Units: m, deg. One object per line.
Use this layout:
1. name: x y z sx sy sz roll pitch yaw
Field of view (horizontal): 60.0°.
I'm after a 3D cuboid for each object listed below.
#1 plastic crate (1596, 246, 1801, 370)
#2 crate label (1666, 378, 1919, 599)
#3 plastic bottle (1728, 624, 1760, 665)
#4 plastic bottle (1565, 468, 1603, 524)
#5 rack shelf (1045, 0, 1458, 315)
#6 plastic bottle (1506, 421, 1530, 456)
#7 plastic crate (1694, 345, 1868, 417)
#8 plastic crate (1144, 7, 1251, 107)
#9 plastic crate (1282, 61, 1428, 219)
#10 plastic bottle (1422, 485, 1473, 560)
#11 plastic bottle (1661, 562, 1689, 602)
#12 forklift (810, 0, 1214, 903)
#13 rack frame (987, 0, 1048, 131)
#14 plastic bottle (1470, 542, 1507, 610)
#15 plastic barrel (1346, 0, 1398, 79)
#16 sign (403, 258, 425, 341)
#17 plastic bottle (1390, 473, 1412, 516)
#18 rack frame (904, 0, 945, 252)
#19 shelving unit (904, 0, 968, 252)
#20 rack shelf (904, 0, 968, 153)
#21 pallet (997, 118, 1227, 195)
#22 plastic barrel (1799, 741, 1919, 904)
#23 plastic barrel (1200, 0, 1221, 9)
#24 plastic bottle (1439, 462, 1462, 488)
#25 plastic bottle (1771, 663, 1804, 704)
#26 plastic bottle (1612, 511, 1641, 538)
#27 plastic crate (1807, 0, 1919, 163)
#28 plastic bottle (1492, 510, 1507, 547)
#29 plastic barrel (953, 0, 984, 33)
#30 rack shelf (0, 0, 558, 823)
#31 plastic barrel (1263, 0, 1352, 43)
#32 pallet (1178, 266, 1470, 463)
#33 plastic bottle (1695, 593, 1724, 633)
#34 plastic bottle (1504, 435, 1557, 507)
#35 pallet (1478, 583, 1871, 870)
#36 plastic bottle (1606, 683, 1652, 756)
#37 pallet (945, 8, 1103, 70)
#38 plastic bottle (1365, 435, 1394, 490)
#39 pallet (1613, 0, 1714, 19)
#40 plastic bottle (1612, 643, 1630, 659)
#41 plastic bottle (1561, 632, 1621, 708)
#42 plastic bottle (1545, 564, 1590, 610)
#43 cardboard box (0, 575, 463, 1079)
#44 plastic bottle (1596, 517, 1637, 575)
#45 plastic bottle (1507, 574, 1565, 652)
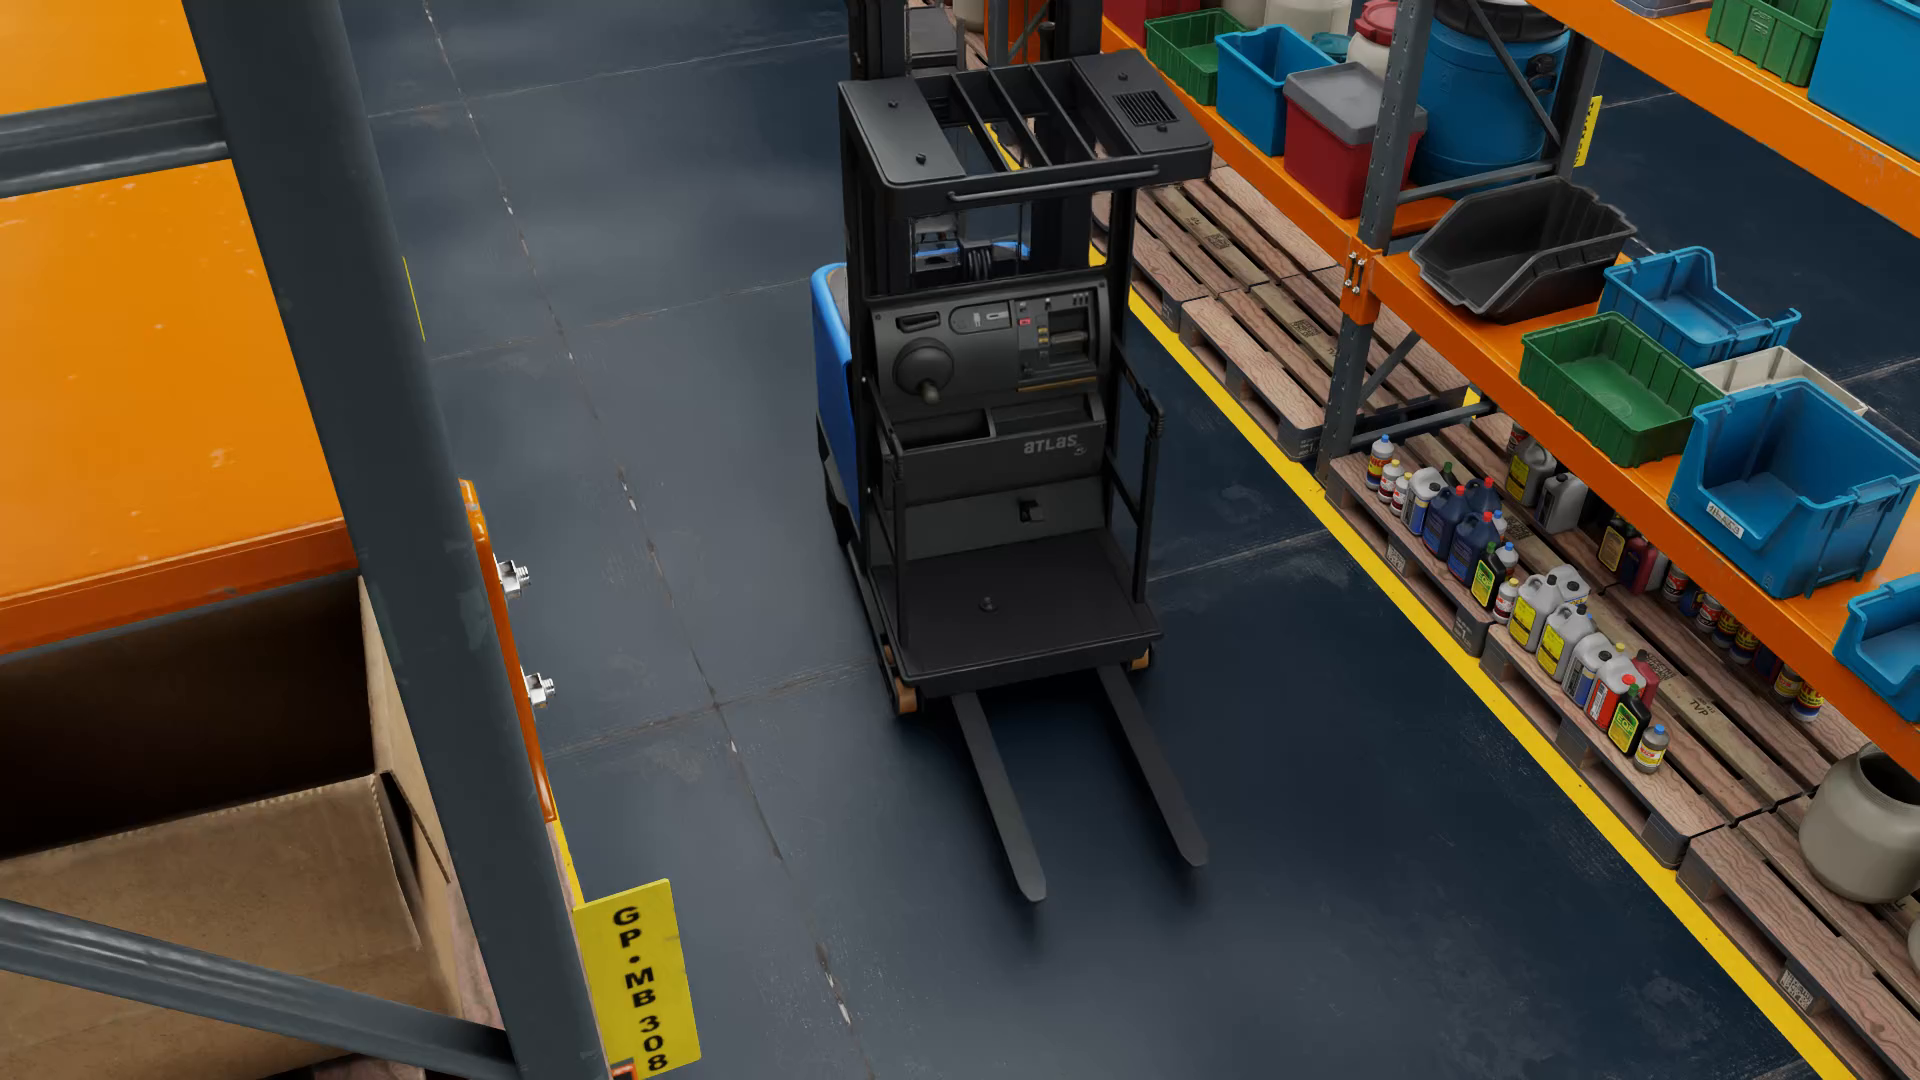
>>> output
1. plastic crate: 2.865 -0.874 6.499 0.499 0.251 0.616 -15 43 -17
2. crate label: 2.767 -0.175 5.544 0.502 0.435 0.616 -15 43 -17
3. plastic bottle: 3.184 0.371 6.692 0.097 0.271 0.097 0 41 0
4. plastic bottle: 2.777 -0.261 7.365 0.144 0.351 0.185 -17 44 -19
5. rack shelf: 1.425 -2.462 8.783 1.077 0.370 4.000 -15 43 -17
6. plastic bottle: 2.617 -0.495 7.752 0.097 0.201 0.097 0 41 0
7. plastic crate: 3.046 -0.515 6.169 0.530 0.136 0.437 -15 43 -17
8. plastic crate: 1.263 -2.428 8.354 0.450 0.188 0.662 -15 43 -17
9. plastic crate: 1.723 -1.769 7.376 0.402 0.464 0.583 -15 43 -17
10. plastic bottle: 2.116 -0.102 7.181 0.144 0.351 0.185 -14 43 -16
11. plastic bottle: 3.029 0.154 6.998 0.097 0.201 0.097 0 41 0
12. forklift: 0.183 -0.679 6.210 1.130 2.935 3.031 -10 42 -11
13. rack frame: 0.660 -3.939 9.949 1.000 3.000 0.127 -15 43 -17
14. plastic bottle: 2.213 0.147 6.943 0.061 0.283 0.133 -13 42 -15
15. plastic barrel: 2.027 -2.212 7.836 0.433 0.535 0.433 0 41 0
16. sign: -1.875 -0.794 5.567 0.100 0.325 0.005 -15 43 -17
17. plastic bottle: 1.985 -0.212 7.423 0.097 0.201 0.097 0 41 0
18. rack frame: -0.272 -1.665 7.994 0.400 2.100 0.015 -7 40 -9
19. shelving unit: -0.224 -1.512 7.810 0.431 2.100 0.503 -7 40 -9
20. rack shelf: -0.224 -2.040 7.371 0.431 0.518 0.480 -7 40 -9
21. pallet: 0.921 -2.406 10.304 1.003 0.211 1.213 -15 43 -17
22. plastic barrel: 3.207 0.985 5.809 0.421 0.512 0.421 0 41 0
23. plastic barrel: 1.412 -3.162 8.959 0.421 0.512 0.421 0 41 0
24. plastic bottle: 2.155 -0.204 7.351 0.061 0.283 0.133 -15 43 -17
25. plastic bottle: 3.276 0.542 6.547 0.097 0.201 0.097 0 41 0
26. plastic bottle: 2.900 -0.066 7.139 0.144 0.351 0.185 -15 43 -17
27. plastic crate: 2.713 -1.325 4.621 0.392 0.384 0.575 -15 43 -17
28. plastic bottle: 2.283 -0.015 7.141 0.097 0.271 0.097 0 41 0
29. plastic barrel: 0.159 -3.764 11.331 0.421 0.512 0.421 0 41 0
30. rack shelf: -1.622 -0.942 2.720 1.077 0.370 4.000 -15 43 -17
31. plastic barrel: 1.746 -2.654 8.350 0.433 0.535 0.433 0 41 0
32. pallet: 1.854 -0.936 8.595 1.003 0.211 1.213 -15 43 -17
33. plastic bottle: 3.108 0.278 6.854 0.097 0.201 0.097 0 41 0
34. plastic bottle: 2.570 -0.340 7.458 0.144 0.351 0.185 -15 43 -17
35. pallet: 2.880 0.679 6.718 1.003 0.211 1.213 -15 43 -17
36. plastic bottle: 2.552 0.680 6.323 0.061 0.283 0.133 -14 43 -16
37. pallet: 0.320 -3.347 11.398 1.003 0.211 1.213 -15 43 -17
38. plastic bottle: 1.908 -0.361 7.543 0.097 0.271 0.097 0 41 0
39. pallet: 2.557 -2.185 5.753 1.213 0.211 1.003 -15 43 -17
40. plastic bottle: 2.597 0.492 6.604 0.097 0.201 0.097 0 41 0
41. plastic bottle: 2.489 0.507 6.531 0.152 0.276 0.135 -16 43 -18
42. plastic bottle: 2.478 0.244 6.836 0.152 0.276 0.135 -15 43 -17
43. cardboard box: -1.073 0.377 2.120 0.797 0.503 0.637 -12 42 -14
44. plastic bottle: 2.815 0.001 7.113 0.061 0.283 0.133 -15 43 -17
45. plastic bottle: 2.351 0.267 6.751 0.144 0.351 0.185 -15 43 -17
